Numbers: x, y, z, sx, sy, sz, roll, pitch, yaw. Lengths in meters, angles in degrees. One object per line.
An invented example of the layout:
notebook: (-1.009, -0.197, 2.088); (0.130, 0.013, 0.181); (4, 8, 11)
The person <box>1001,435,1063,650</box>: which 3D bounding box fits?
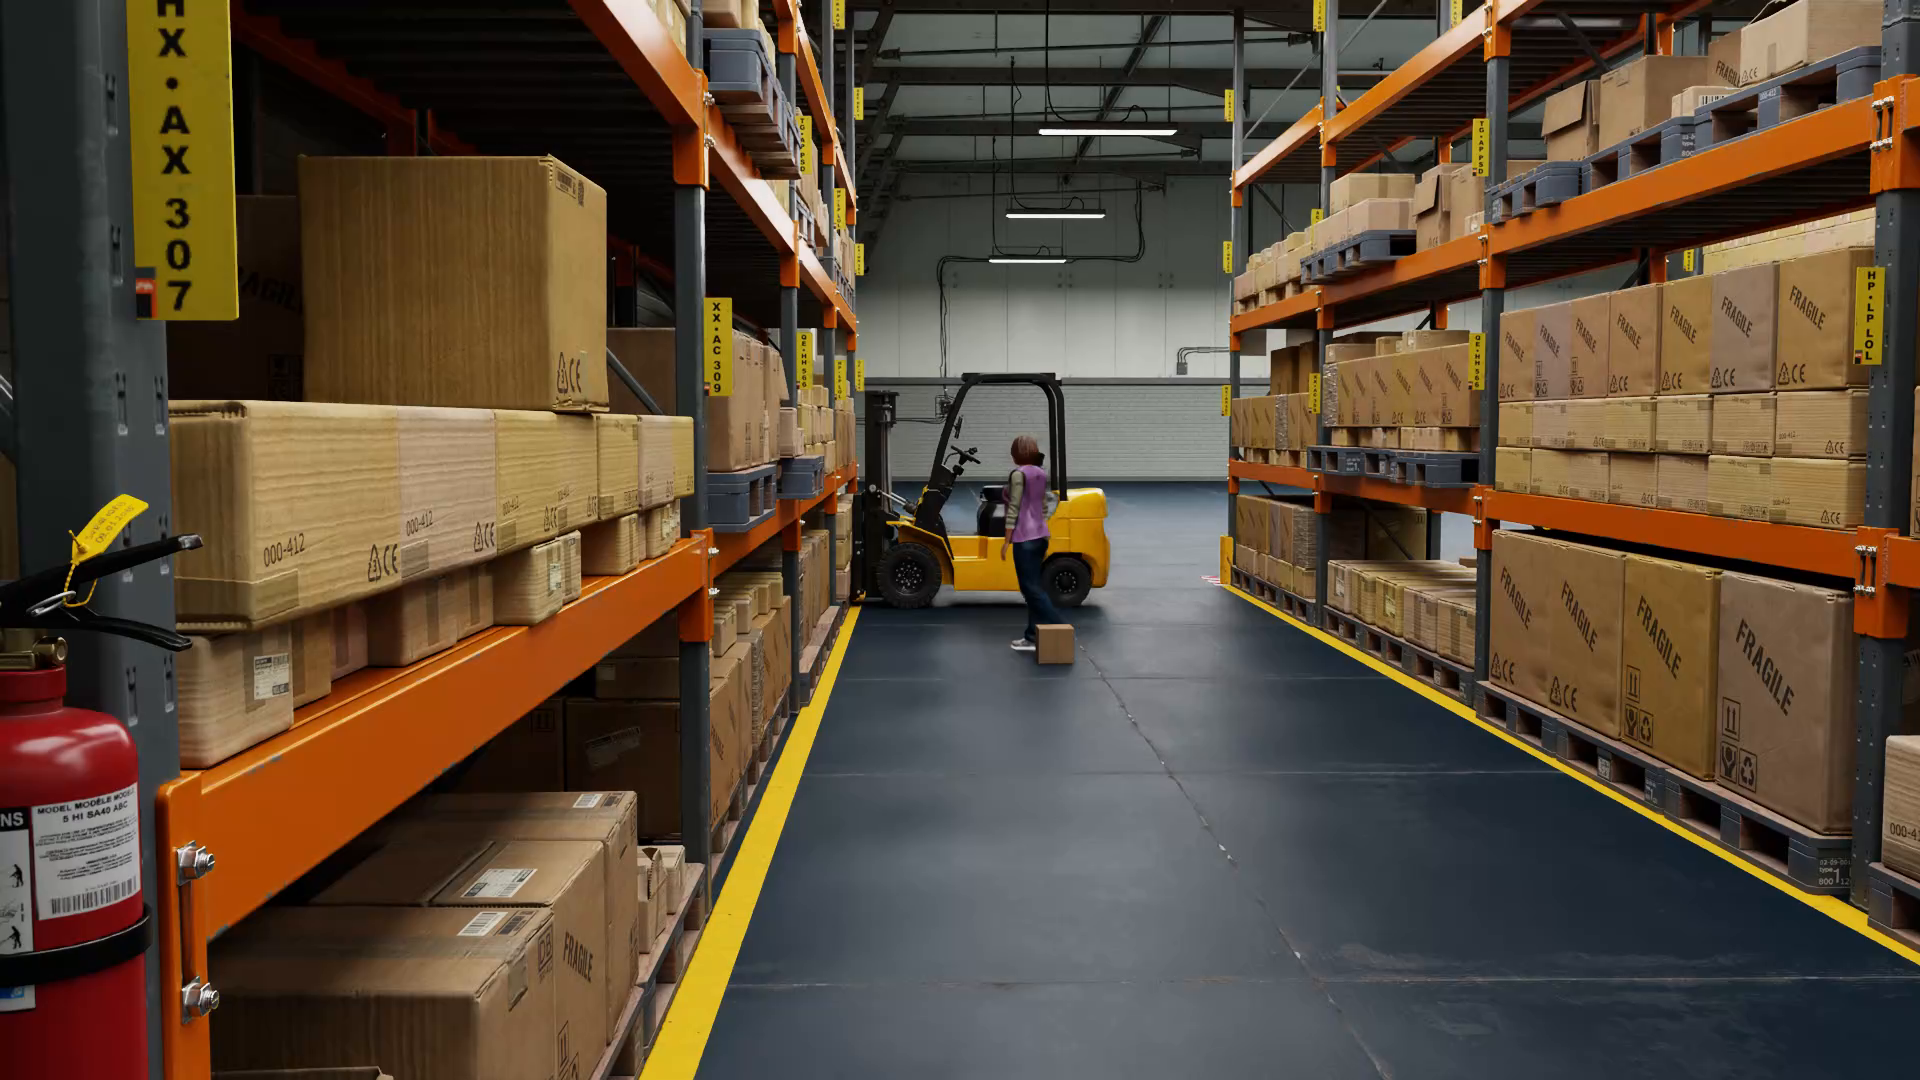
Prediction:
person: (0.551, 0.026, 12.217); (0.475, 1.595, 0.421); (2, 5, 30)
